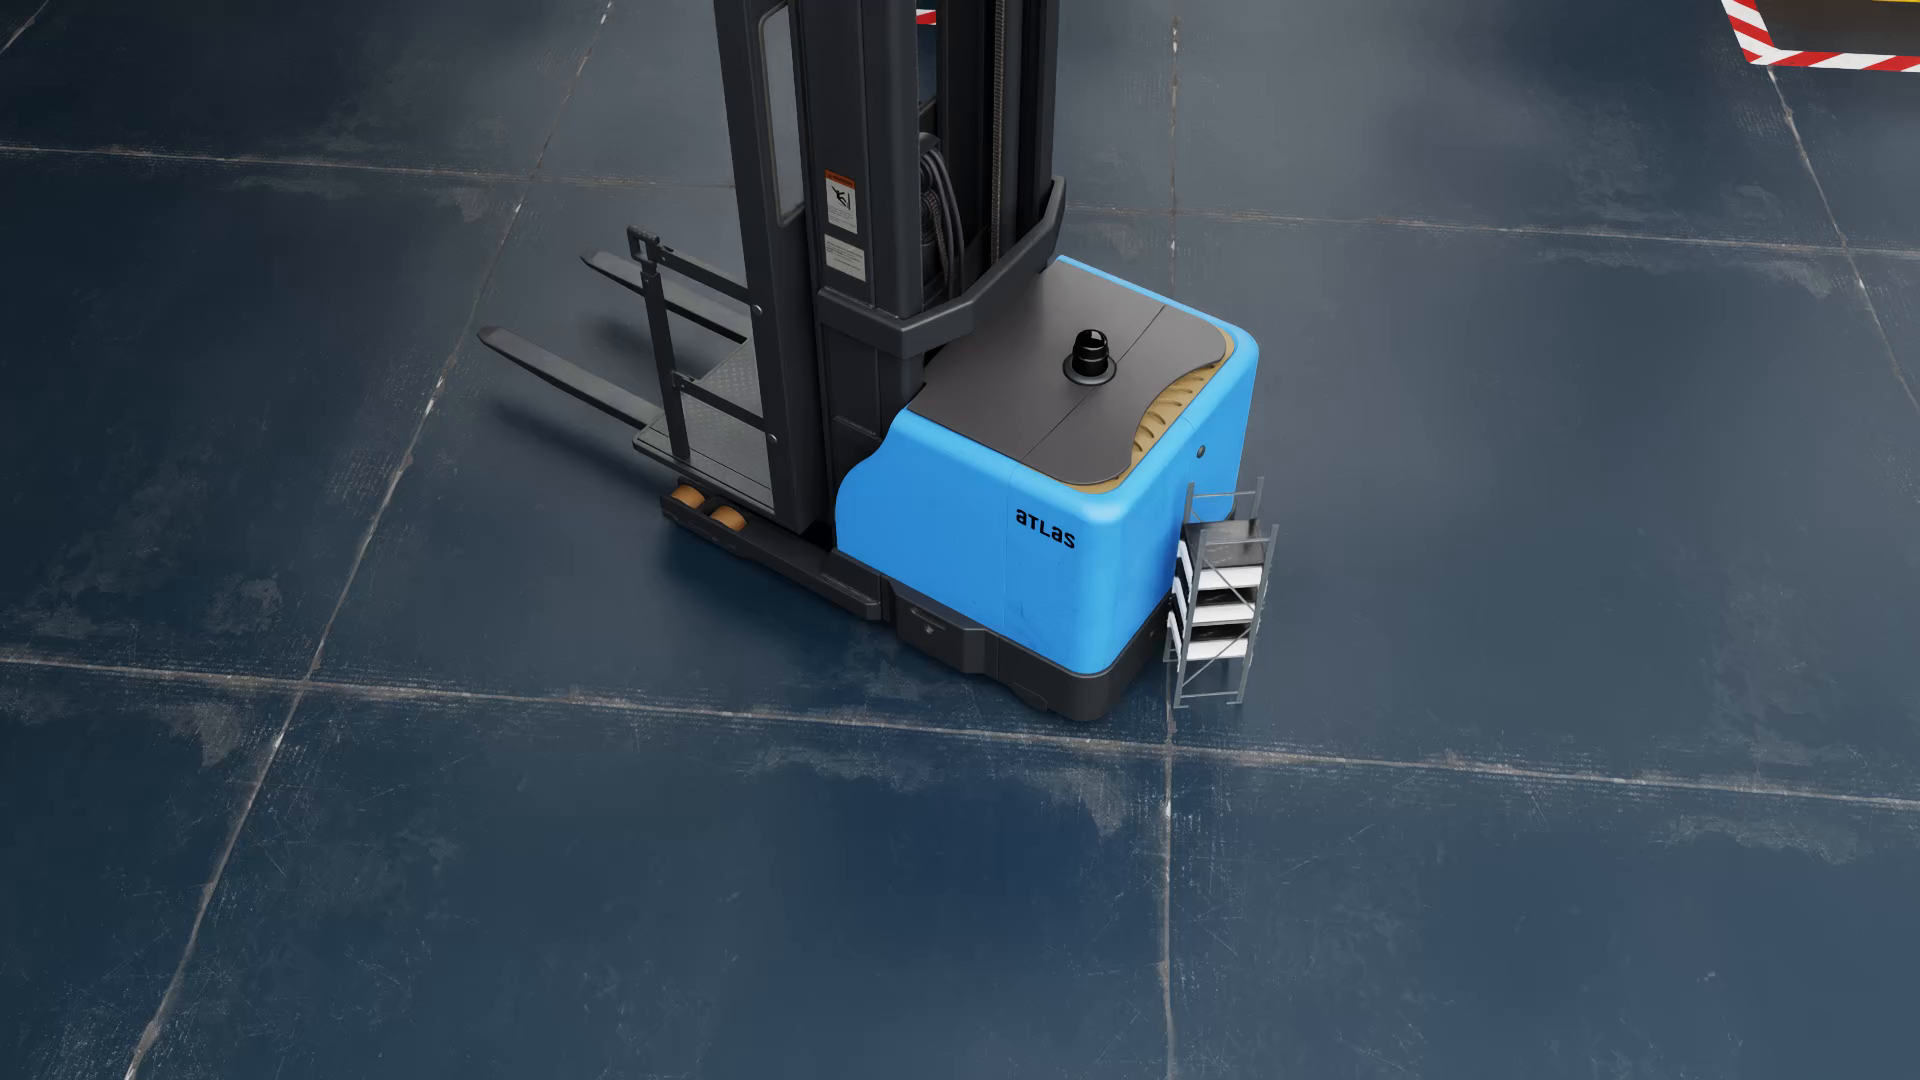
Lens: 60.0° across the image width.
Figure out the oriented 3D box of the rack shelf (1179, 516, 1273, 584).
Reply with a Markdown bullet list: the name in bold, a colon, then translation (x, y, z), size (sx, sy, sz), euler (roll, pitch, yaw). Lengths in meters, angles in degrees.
- **rack shelf**: translation (0.843, 0.032, 5.291), size (0.258, 0.077, 0.200), euler (-4, 48, -4)

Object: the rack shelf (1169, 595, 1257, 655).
- **rack shelf**: translation (0.843, 0.275, 5.556), size (0.258, 0.077, 0.200), euler (-4, 48, -4)

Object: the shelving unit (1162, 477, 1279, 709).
- **shelving unit**: translation (0.843, 0.191, 5.465), size (0.258, 0.900, 0.210), euler (-4, 48, -4)

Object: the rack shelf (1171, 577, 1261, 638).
- **rack shelf**: translation (0.843, 0.214, 5.490), size (0.258, 0.077, 0.200), euler (-4, 48, -4)

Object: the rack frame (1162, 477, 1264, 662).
- **rack frame**: translation (0.833, 0.117, 5.534), size (0.240, 0.900, 0.006), euler (-4, 48, -4)

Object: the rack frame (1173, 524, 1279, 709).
- **rack frame**: translation (0.852, 0.266, 5.397), size (0.240, 0.900, 0.006), euler (-4, 48, -4)

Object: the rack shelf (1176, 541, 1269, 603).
- **rack shelf**: translation (0.843, 0.092, 5.357), size (0.258, 0.077, 0.200), euler (-4, 48, -4)

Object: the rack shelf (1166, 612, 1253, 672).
- **rack shelf**: translation (0.843, 0.335, 5.623), size (0.258, 0.077, 0.200), euler (-4, 48, -4)

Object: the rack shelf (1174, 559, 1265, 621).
- **rack shelf**: translation (0.843, 0.153, 5.423), size (0.258, 0.077, 0.200), euler (-4, 48, -4)

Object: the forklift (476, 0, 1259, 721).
- **forklift**: translation (-0.515, -1.247, 5.405), size (3.031, 2.935, 1.130), euler (27, 53, 22)
